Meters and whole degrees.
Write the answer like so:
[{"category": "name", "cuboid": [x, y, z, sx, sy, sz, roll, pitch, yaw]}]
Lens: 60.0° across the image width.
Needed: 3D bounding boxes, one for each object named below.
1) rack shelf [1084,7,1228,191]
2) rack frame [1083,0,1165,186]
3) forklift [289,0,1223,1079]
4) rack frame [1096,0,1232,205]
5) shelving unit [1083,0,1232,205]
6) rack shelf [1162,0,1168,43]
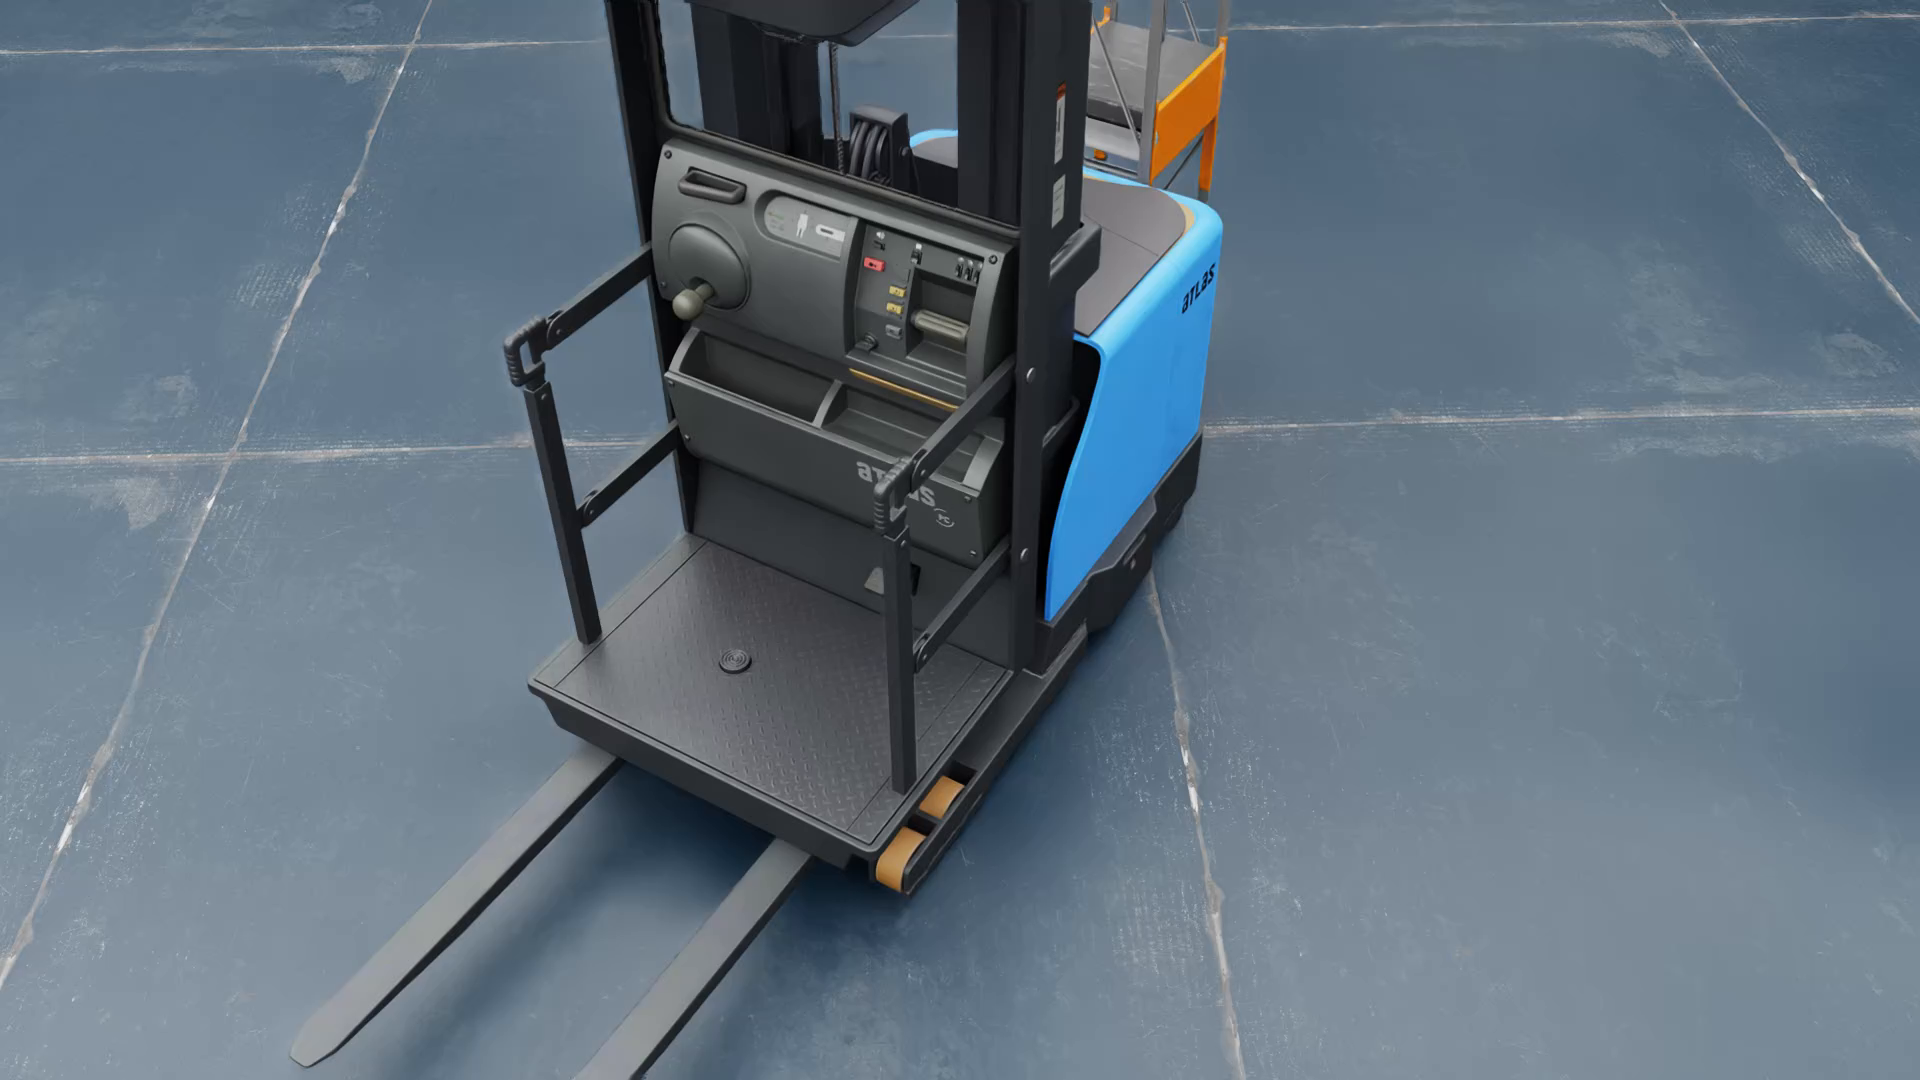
[{"category": "rack shelf", "cuboid": [0.502, -1.245, 5.075, 0.431, 0.518, 0.480, 22, 47, 22]}, {"category": "rack frame", "cuboid": [0.377, -1.113, 4.911, 0.400, 2.100, 0.015, 22, 47, 22]}, {"category": "forklift", "cuboid": [-0.426, -0.540, 3.670, 1.130, 2.935, 3.031, 22, 47, 22]}, {"category": "rack frame", "cuboid": [0.627, -1.397, 5.220, 0.400, 2.100, 0.015, 22, 47, 22]}, {"category": "shelving unit", "cuboid": [0.502, -1.255, 5.065, 0.431, 2.100, 0.503, 22, 47, 22]}, {"category": "rack shelf", "cuboid": [0.502, -1.761, 4.602, 0.431, 0.518, 0.480, 22, 47, 22]}]
